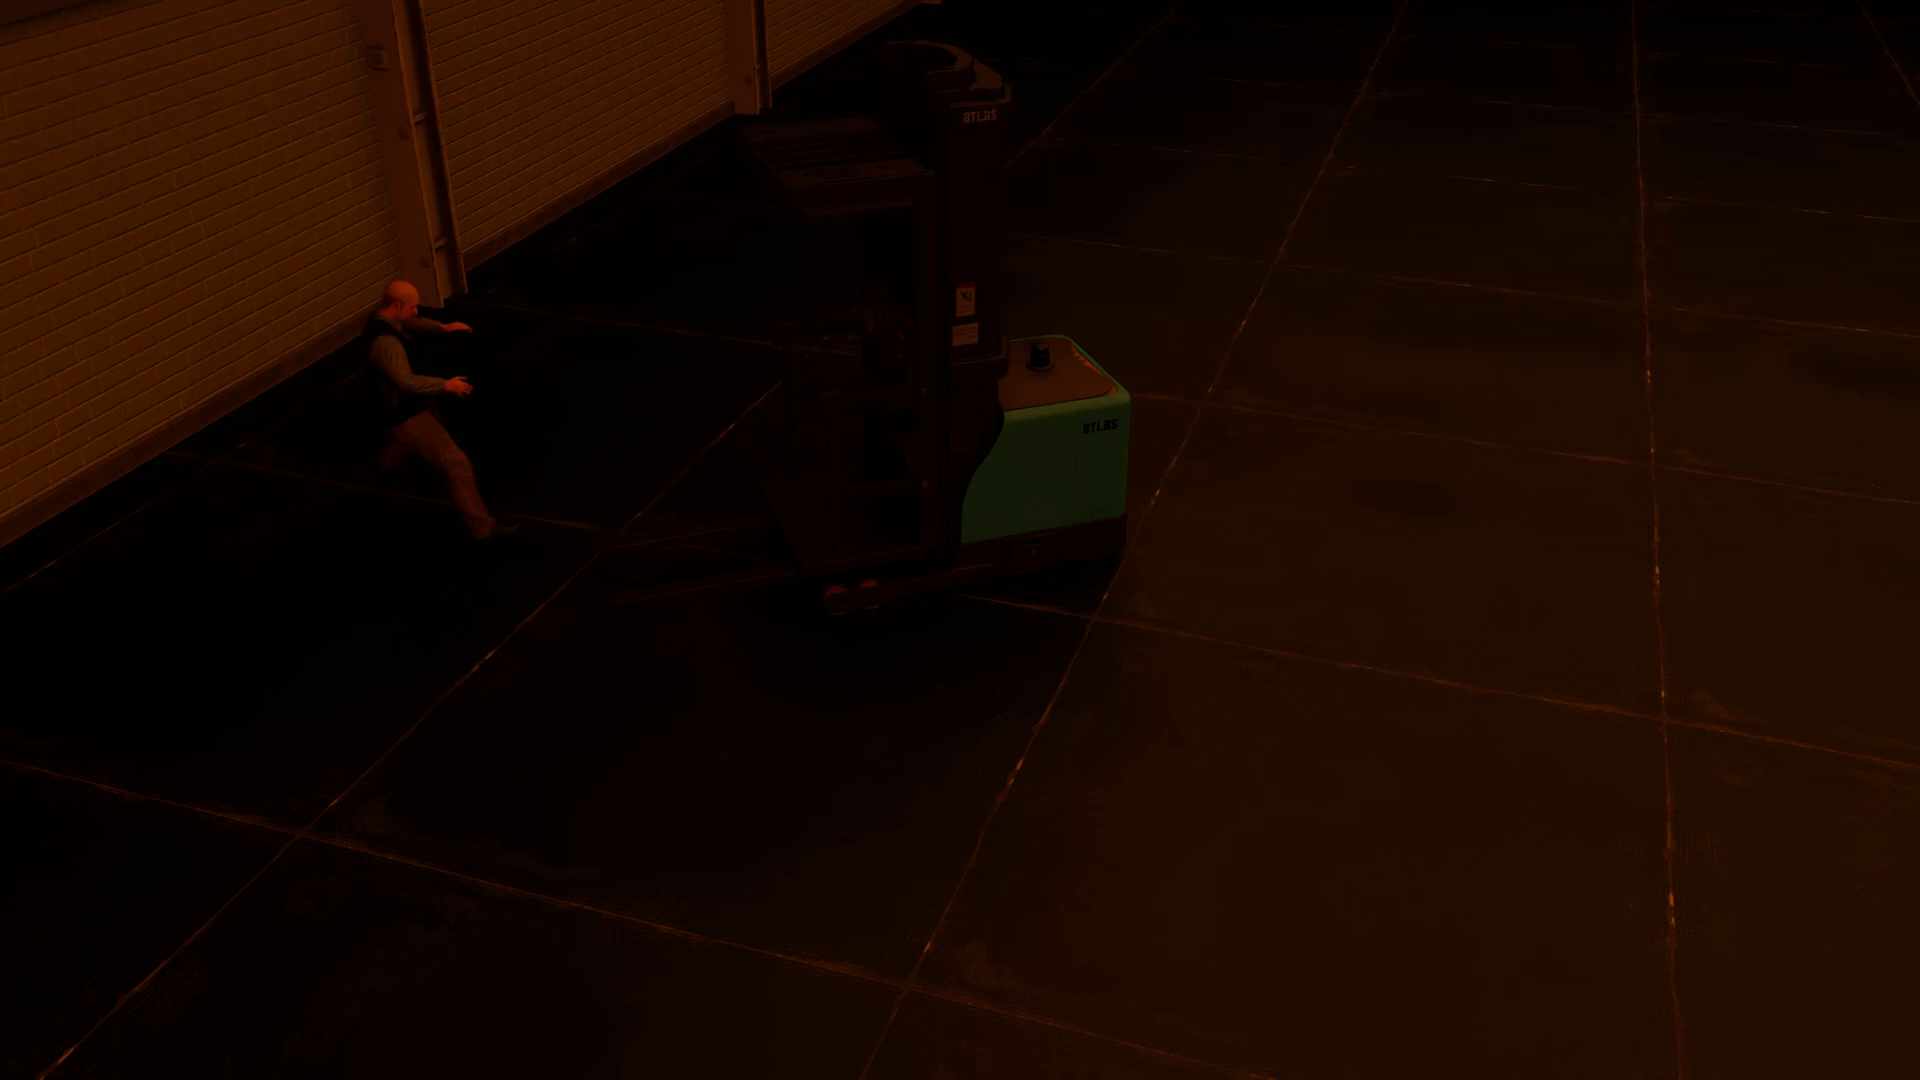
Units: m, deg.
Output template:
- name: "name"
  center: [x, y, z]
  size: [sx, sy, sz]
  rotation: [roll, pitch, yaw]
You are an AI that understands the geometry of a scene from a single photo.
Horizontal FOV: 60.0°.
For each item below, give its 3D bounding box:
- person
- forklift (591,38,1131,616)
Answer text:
- name: "person"
  center: [-3.222, -0.889, 10.123]
  size: [0.820, 1.515, 1.303]
  rotation: [-9, 31, -16]
- name: "forklift"
  center: [-0.591, -1.142, 9.140]
  size: [3.031, 2.935, 1.130]
  rotation: [-10, 31, -17]
